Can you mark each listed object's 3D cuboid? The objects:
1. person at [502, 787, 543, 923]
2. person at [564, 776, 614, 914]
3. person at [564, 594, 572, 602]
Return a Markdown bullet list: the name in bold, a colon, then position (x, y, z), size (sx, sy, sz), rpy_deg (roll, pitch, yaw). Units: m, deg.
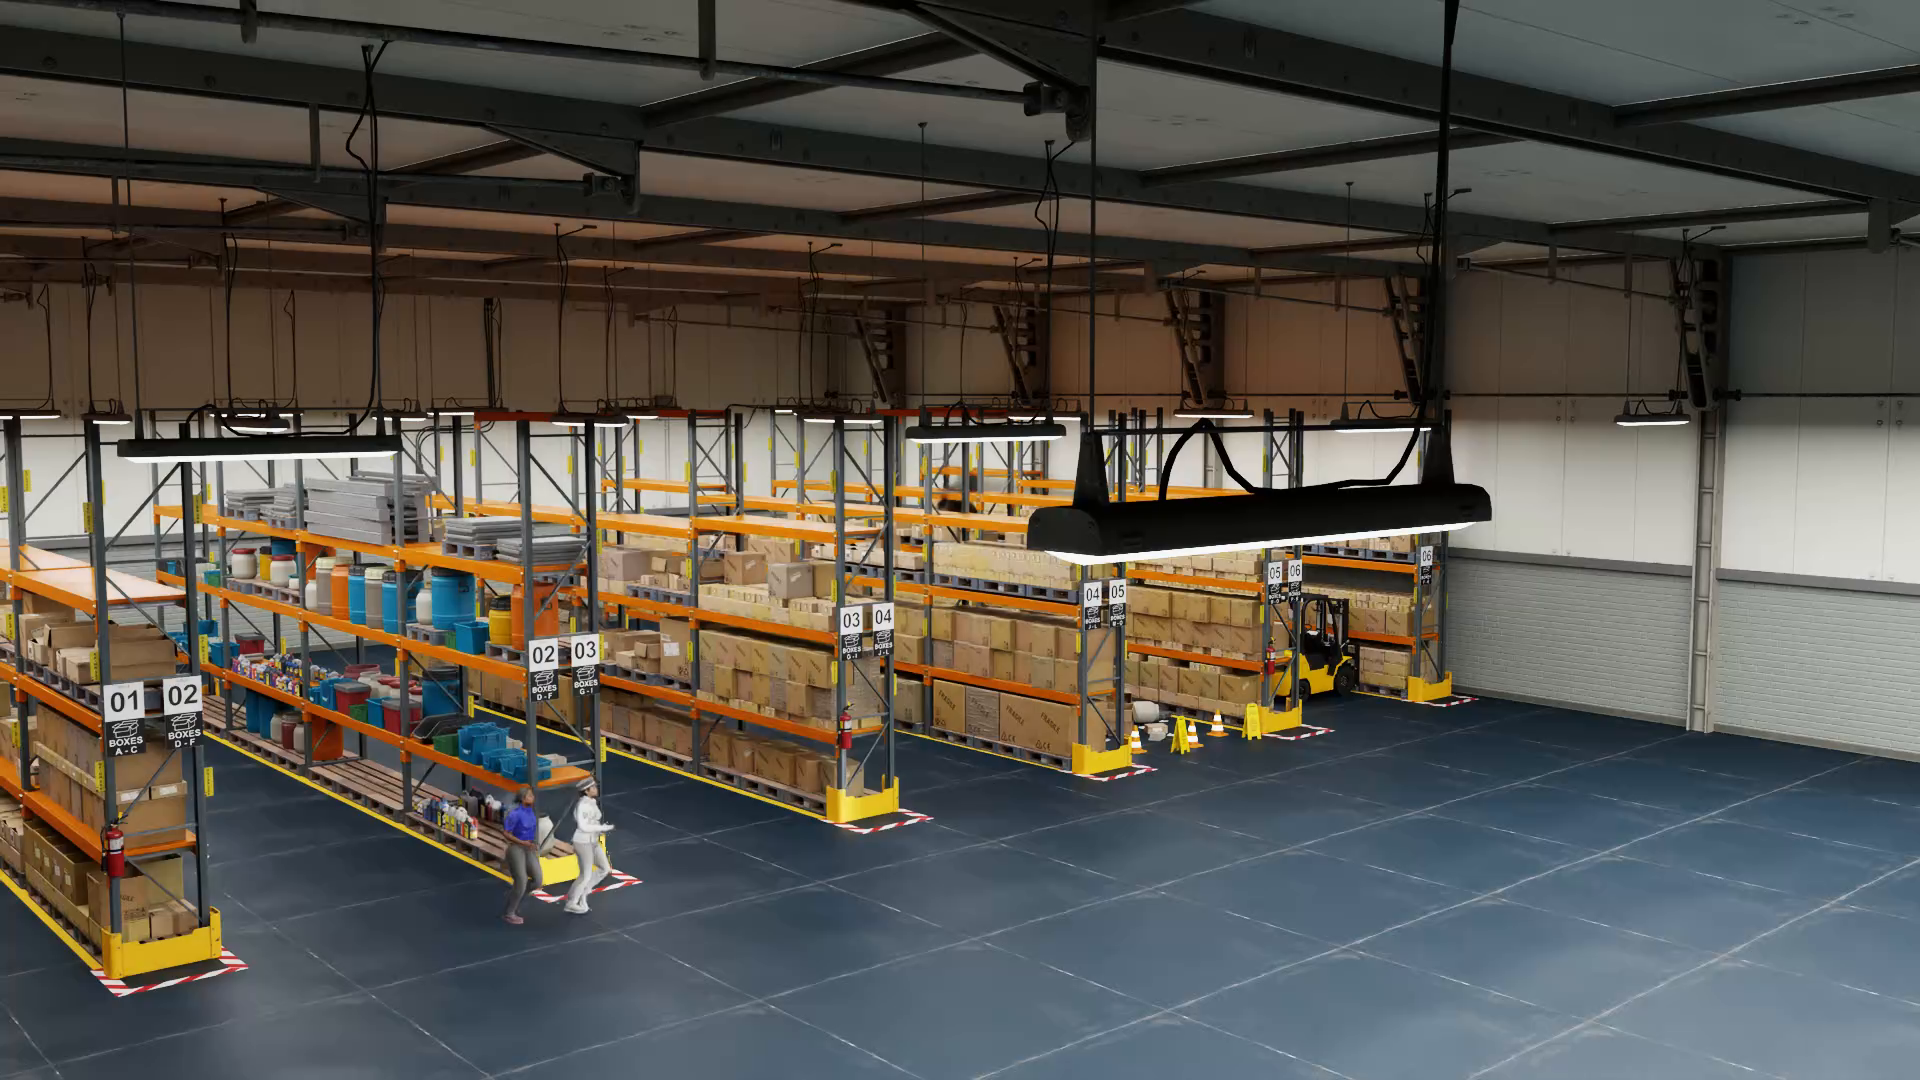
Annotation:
- **person**: position (-5.272, 3.783, 20.120), size (0.529, 1.585, 0.580), rpy_deg (2, 5, 23)
- **person**: position (-4.526, 3.711, 20.381), size (0.613, 1.662, 0.623), rpy_deg (0, 5, -2)
- **person**: position (-9.365, 2.071, 39.681), size (0.559, 1.591, 0.741), rpy_deg (1, 5, 10)
